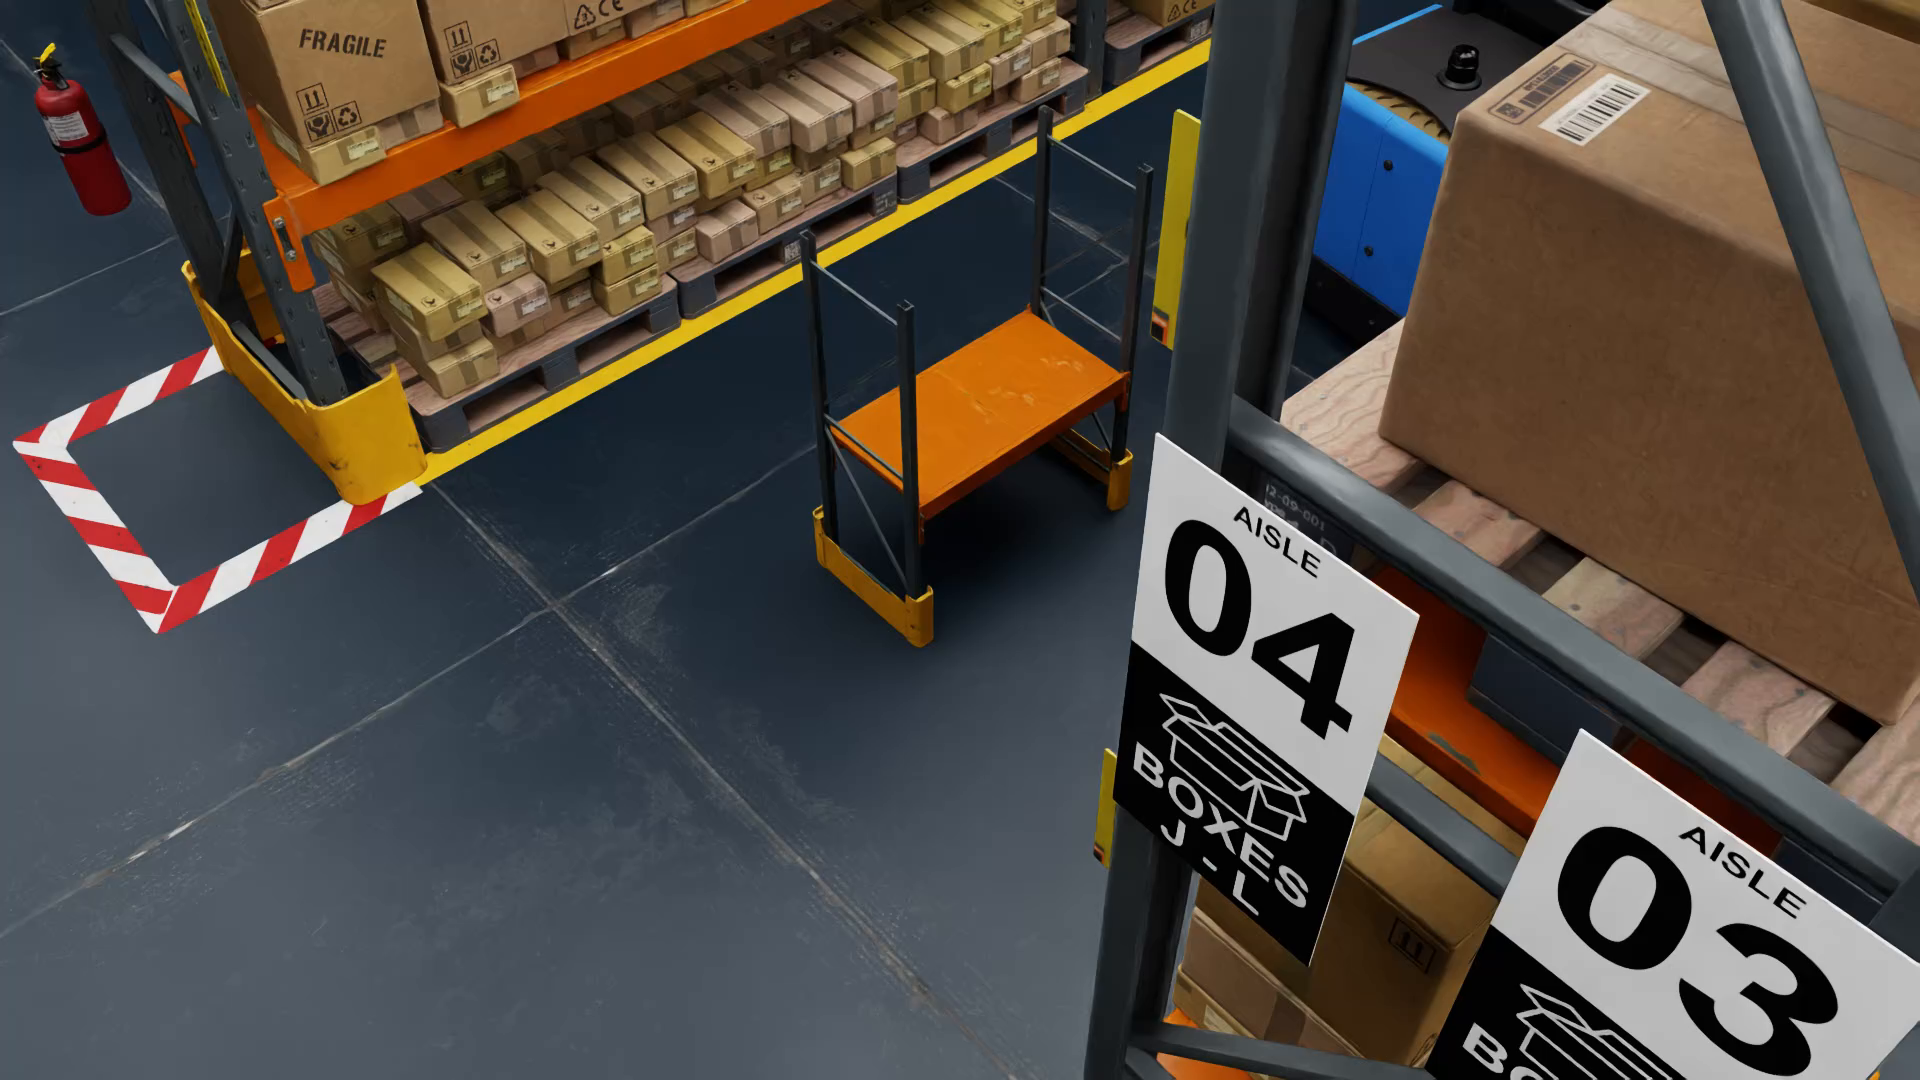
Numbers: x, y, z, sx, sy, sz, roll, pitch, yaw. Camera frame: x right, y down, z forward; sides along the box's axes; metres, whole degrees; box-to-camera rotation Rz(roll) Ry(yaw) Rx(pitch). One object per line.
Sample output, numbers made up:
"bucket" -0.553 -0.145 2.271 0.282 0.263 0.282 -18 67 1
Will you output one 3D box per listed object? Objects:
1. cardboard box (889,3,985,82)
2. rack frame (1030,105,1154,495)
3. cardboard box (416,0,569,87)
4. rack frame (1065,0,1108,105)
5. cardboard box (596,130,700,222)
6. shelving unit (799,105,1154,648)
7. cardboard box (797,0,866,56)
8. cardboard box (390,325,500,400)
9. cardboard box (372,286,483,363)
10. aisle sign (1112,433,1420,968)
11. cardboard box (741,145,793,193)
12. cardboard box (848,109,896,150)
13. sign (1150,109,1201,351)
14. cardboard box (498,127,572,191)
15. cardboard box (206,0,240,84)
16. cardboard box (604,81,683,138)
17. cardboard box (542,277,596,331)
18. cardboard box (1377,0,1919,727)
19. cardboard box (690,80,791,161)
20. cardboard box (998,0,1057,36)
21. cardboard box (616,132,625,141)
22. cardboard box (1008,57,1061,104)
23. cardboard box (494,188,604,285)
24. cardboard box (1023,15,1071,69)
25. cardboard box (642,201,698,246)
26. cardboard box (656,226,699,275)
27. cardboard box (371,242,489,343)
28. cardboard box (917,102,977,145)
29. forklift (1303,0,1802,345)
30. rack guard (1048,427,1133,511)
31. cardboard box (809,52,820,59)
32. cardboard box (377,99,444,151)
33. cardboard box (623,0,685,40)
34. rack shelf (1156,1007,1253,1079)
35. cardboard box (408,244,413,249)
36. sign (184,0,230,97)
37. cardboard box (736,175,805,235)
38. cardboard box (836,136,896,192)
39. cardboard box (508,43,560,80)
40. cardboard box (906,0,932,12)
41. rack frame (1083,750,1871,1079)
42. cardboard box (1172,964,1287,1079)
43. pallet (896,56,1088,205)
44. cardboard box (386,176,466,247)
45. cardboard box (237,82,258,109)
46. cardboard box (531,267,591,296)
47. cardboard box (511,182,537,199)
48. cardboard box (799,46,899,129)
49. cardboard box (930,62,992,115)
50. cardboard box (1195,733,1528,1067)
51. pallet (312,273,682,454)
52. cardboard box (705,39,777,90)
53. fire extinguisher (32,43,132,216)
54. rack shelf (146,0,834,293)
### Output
"cardboard box" -0.105 -2.257 7.541 0.250 0.149 0.380 -34 56 -27
"rack frame" 0.439 -0.802 5.970 0.032 1.500 0.500 -34 56 -27
"cardboard box" -1.738 -1.979 5.765 0.500 0.500 0.500 -34 56 -27
"rack frame" 0.325 -3.472 7.412 0.127 3.000 1.000 -34 56 -27
"cardboard box" -1.284 -1.502 6.844 0.250 0.149 0.380 -32 55 -26
"shelving unit" 0.056 -0.546 5.734 1.083 1.500 0.587 -34 56 -27
"cardboard box" -0.645 -2.394 7.668 0.250 0.149 0.380 -35 56 -28
"cardboard box" -2.032 -0.755 6.559 0.250 0.149 0.380 -33 55 -26
"cardboard box" -2.075 -0.890 6.482 0.250 0.149 0.380 -32 55 -26
"aisle sign" 0.372 0.244 2.215 0.004 0.787 0.394 -34 56 -27
"cardboard box" -0.938 -1.699 7.229 0.250 0.149 0.380 -31 55 -26
"cardboard box" -0.500 -1.930 7.441 0.250 0.149 0.380 -32 55 -26
"sign" 0.272 -0.340 1.933 0.005 0.325 0.100 -34 56 -27
"cardboard box" -1.849 -1.655 6.985 0.250 0.149 0.380 -36 57 -28
"cardboard box" -2.476 -1.991 5.776 0.500 0.500 0.500 -33 55 -26
"cardboard box" -1.418 -1.888 7.200 0.250 0.149 0.380 -36 57 -28
"cardboard box" -1.714 -1.055 6.837 0.250 0.149 0.380 -33 55 -27
"cardboard box" 0.976 -0.261 1.987 0.700 0.500 0.500 36 57 28
"cardboard box" -0.937 -1.784 7.104 0.250 0.149 0.380 -34 56 -27
"cardboard box" 0.236 -2.532 7.794 0.250 0.149 0.380 -32 55 -26
"cardboard box" -1.477 -1.824 7.344 0.250 0.149 0.380 -31 55 -25
"cardboard box" 0.264 -2.268 7.956 0.250 0.149 0.380 -33 55 -27
"cardboard box" -1.623 -1.202 6.568 0.250 0.149 0.380 -34 56 -27
"cardboard box" 0.305 -2.420 7.893 0.250 0.149 0.380 -33 55 -26
"cardboard box" -1.317 -1.415 6.966 0.380 0.149 0.250 36 57 29
"cardboard box" -1.327 -1.300 7.062 0.250 0.149 0.380 -34 56 -27
"cardboard box" -2.019 -0.946 6.331 0.250 0.149 0.380 -36 57 -29
"cardboard box" -0.137 -2.020 7.726 0.250 0.149 0.380 -36 57 -28
"forklift" 2.818 -2.491 6.554 3.031 2.935 1.130 -28 53 -23
"rack guard" 0.425 -0.369 6.420 0.087 0.250 0.587 -34 56 -27
"cardboard box" -0.644 -2.297 7.780 0.380 0.149 0.250 36 57 29
"cardboard box" -2.014 -1.539 5.800 0.250 0.149 0.380 -32 55 -26
"cardboard box" -1.261 -2.073 6.293 0.250 0.149 0.380 -35 56 -28
"rack shelf" 2.107 0.508 4.230 4.000 0.370 1.077 -34 56 -27
"cardboard box" -2.207 -1.287 6.848 0.250 0.149 0.380 -35 56 -28
"sign" -2.270 -1.493 4.997 0.005 0.325 0.100 -34 56 -27
"cardboard box" -0.896 -1.527 7.272 0.250 0.149 0.380 -34 56 -27
"cardboard box" -0.502 -1.756 7.484 0.250 0.149 0.380 -34 56 -27
"cardboard box" -1.680 -1.846 6.083 0.250 0.149 0.380 -31 55 -26
"cardboard box" -0.313 -2.688 7.938 0.250 0.149 0.380 -31 55 -26
"rack frame" 0.627 1.253 3.053 0.127 3.000 1.000 -34 56 -27
"cardboard box" 0.669 0.983 3.473 0.250 0.149 0.380 -33 55 -27
"pallet" -0.149 -2.175 8.113 1.213 0.211 1.003 -34 56 -27
"cardboard box" -2.189 -1.364 6.717 0.250 0.149 0.380 -33 55 -26
"cardboard box" -2.584 -1.724 5.970 0.250 0.149 0.380 -34 56 -27
"cardboard box" -1.712 -1.164 6.735 0.250 0.149 0.380 -33 55 -27
"cardboard box" -1.785 -1.522 7.065 0.250 0.149 0.380 -34 56 -28
"cardboard box" -0.488 -1.987 7.292 0.380 0.149 0.250 36 57 29
"cardboard box" -0.073 -2.137 7.633 0.250 0.149 0.380 -36 57 -28
"cardboard box" 0.811 0.565 3.077 0.500 0.500 0.500 -33 55 -27
"pallet" -1.954 -0.968 7.000 1.213 0.211 1.003 -34 56 -27
"cardboard box" -1.034 -2.133 7.427 0.250 0.149 0.380 -36 57 -28
"fire extinguisher" -3.132 -1.468 5.870 0.183 0.674 0.296 -34 56 -27
"rack shelf" -1.155 -2.239 6.764 4.000 0.370 1.077 -34 56 -27
